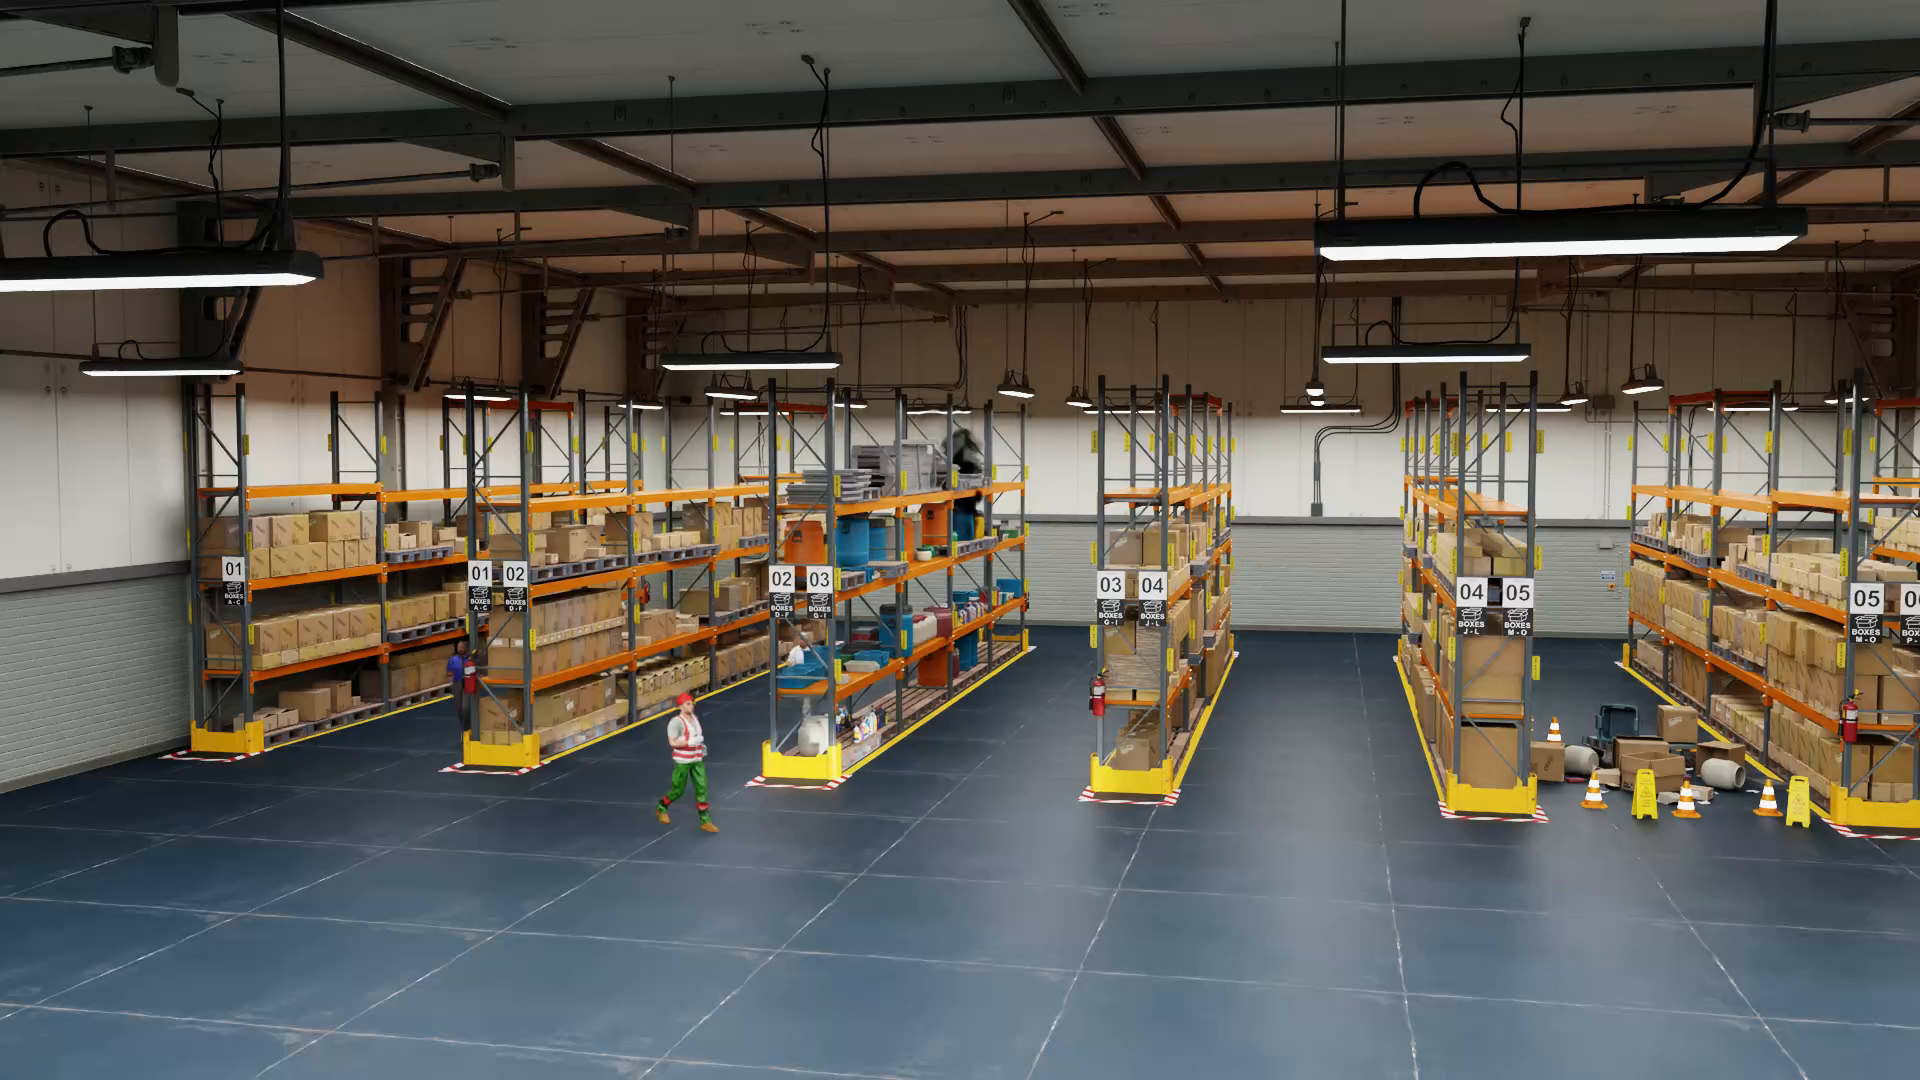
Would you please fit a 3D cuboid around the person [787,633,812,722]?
[{"bbox_3d":[-2.767,2.486,29.422,0.599,1.706,0.870,1,3,10],"label":"person"}]

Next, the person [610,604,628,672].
[{"bbox_3d":[-6.951,2.169,34.017,0.696,1.763,0.941,1,3,11],"label":"person"}]

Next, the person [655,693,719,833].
[{"bbox_3d":[-3.519,2.852,21.449,1.001,1.769,0.660,2,4,35],"label":"person"}]

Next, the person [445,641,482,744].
[{"bbox_3d":[-8.414,2.560,28.159,0.560,1.713,0.742,0,3,0],"label":"person"}]
